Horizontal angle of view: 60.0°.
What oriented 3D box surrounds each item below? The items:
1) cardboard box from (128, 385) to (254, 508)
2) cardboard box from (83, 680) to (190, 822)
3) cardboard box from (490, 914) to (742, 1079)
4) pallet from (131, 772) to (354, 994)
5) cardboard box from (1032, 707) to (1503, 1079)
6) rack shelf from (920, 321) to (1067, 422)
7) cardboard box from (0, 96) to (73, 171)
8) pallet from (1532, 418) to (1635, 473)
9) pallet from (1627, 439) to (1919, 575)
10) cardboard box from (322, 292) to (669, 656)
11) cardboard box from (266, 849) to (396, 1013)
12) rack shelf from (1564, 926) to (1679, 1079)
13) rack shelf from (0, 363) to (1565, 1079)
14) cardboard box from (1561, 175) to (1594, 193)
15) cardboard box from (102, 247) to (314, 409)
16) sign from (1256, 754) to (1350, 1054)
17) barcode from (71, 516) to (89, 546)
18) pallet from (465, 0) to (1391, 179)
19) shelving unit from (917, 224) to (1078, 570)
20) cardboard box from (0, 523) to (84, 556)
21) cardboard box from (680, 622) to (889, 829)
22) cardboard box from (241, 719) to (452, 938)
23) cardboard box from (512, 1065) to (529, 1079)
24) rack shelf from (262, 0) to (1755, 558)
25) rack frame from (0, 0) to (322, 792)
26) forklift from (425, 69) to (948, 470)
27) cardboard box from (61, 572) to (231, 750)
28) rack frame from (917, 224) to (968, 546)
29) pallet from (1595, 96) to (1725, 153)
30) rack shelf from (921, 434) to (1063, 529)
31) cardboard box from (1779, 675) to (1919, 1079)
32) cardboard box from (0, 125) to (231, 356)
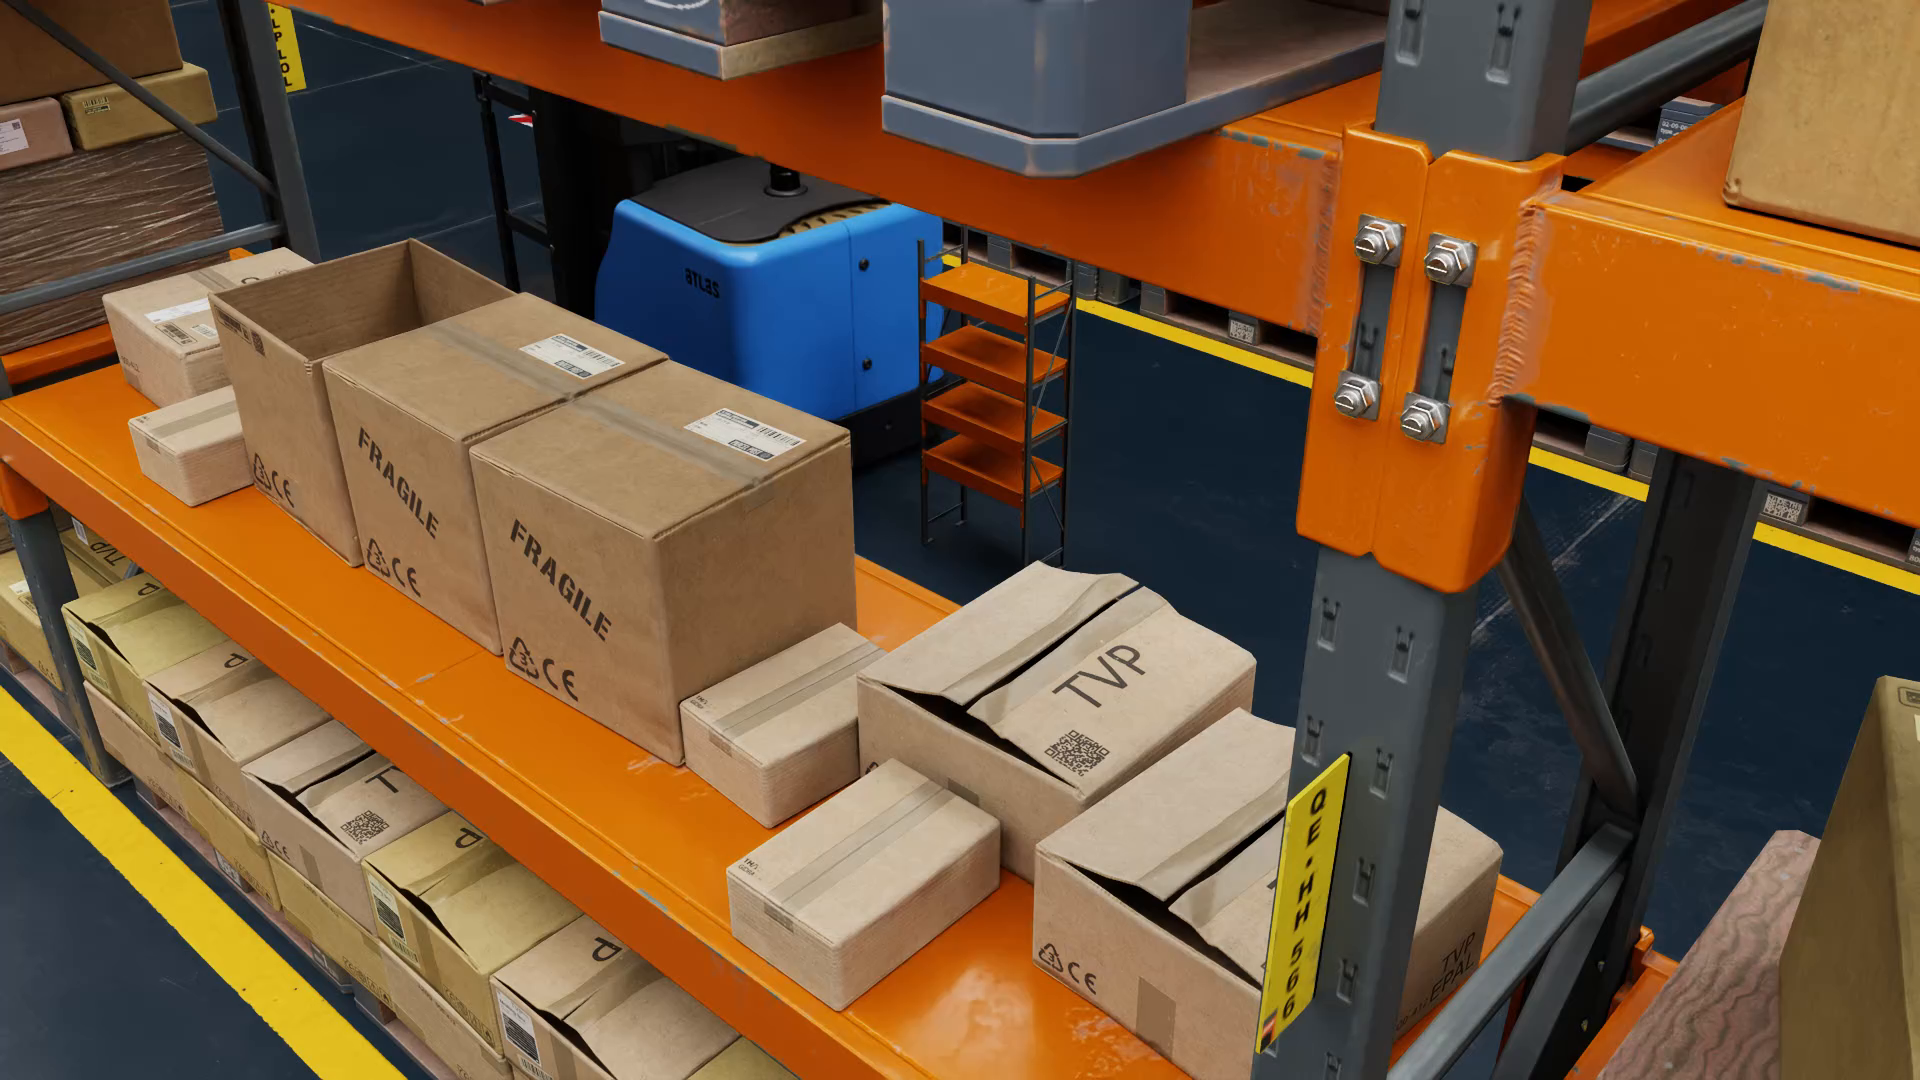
[{"bbox_3d":[-1.743,-0.250,4.000,0.250,0.149,0.380,25,39,35],"label":"cardboard box"},{"bbox_3d":[-2.130,0.490,4.786,0.500,0.250,0.500,24,38,34],"label":"cardboard box"},{"bbox_3d":[-0.613,0.960,3.462,0.500,0.311,0.500,25,39,35],"label":"cardboard box"},{"bbox_3d":[-1.691,0.693,4.895,1.213,0.211,1.003,25,39,35],"label":"pallet"},{"bbox_3d":[0.462,0.538,2.535,0.500,0.311,0.500,-27,40,-37],"label":"cardboard box"},{"bbox_3d":[0.123,-0.591,5.765,0.480,0.148,0.258,25,39,35],"label":"rack shelf"},{"bbox_3d":[-2.608,-1.075,4.401,0.250,0.149,0.380,25,39,35],"label":"cardboard box"},{"bbox_3d":[2.545,-0.752,7.294,1.213,0.211,1.003,25,39,35],"label":"pallet"},{"bbox_3d":[3.446,-0.330,6.593,1.213,0.211,1.003,25,39,35],"label":"pallet"},{"bbox_3d":[-0.943,-0.157,3.506,0.500,0.500,0.500,25,39,35],"label":"cardboard box"},{"bbox_3d":[-1.366,0.846,4.195,0.500,0.250,0.500,24,38,34],"label":"cardboard box"},{"bbox_3d":[2.186,1.643,1.310,4.000,0.370,1.077,25,39,35],"label":"rack shelf"},{"bbox_3d":[-0.780,0.258,3.610,4.000,0.370,1.077,25,39,35],"label":"rack shelf"},{"bbox_3d":[2.690,-1.319,6.802,0.500,0.250,0.500,25,39,35],"label":"cardboard box"},{"bbox_3d":[-1.869,-0.524,4.358,0.500,0.250,0.500,-27,40,-37],"label":"cardboard box"},{"bbox_3d":[0.333,0.360,1.622,0.005,0.325,0.100,25,39,35],"label":"sign"},{"bbox_3d":[-2.353,-0.023,4.447,0.075,0.075,0.001,25,39,35],"label":"barcode"},{"bbox_3d":[0.139,-0.763,1.883,1.003,0.211,1.213,27,40,37],"label":"pallet"},{"bbox_3d":[0.123,-0.457,5.845,0.503,1.200,0.258,25,39,35],"label":"shelving unit"},{"bbox_3d":[-3.118,0.002,5.597,0.500,0.250,0.500,25,39,35],"label":"cardboard box"},{"bbox_3d":[-0.281,0.330,3.037,0.380,0.149,0.250,-26,40,-36],"label":"cardboard box"},{"bbox_3d":[-1.372,0.608,4.047,0.500,0.311,0.500,24,38,34],"label":"cardboard box"},{"bbox_3d":[-0.607,1.199,3.608,0.500,0.250,0.500,26,40,36],"label":"cardboard box"},{"bbox_3d":[-0.780,-1.027,2.836,4.000,0.370,1.077,25,39,35],"label":"rack shelf"},{"bbox_3d":[-2.263,-0.742,4.574,0.127,3.000,1.000,25,39,35],"label":"rack frame"},{"bbox_3d":[-1.406,-2.066,6.840,1.130,2.935,3.031,-25,39,-35],"label":"forklift"},{"bbox_3d":[-2.124,0.254,4.635,0.500,0.311,0.500,25,39,35],"label":"cardboard box"},{"bbox_3d":[-0.058,-0.541,5.986,0.015,1.200,0.240,25,39,35],"label":"rack frame"},{"bbox_3d":[2.529,-1.840,6.585,1.213,0.211,1.003,25,39,35],"label":"pallet"},{"bbox_3d":[0.123,-0.229,5.982,0.480,0.148,0.258,25,39,35],"label":"rack shelf"},{"bbox_3d":[1.245,0.594,1.850,0.500,0.500,0.700,12,33,19],"label":"cardboard box"},{"bbox_3d":[-2.596,-0.936,4.800,0.500,0.500,0.700,24,38,34],"label":"cardboard box"}]
